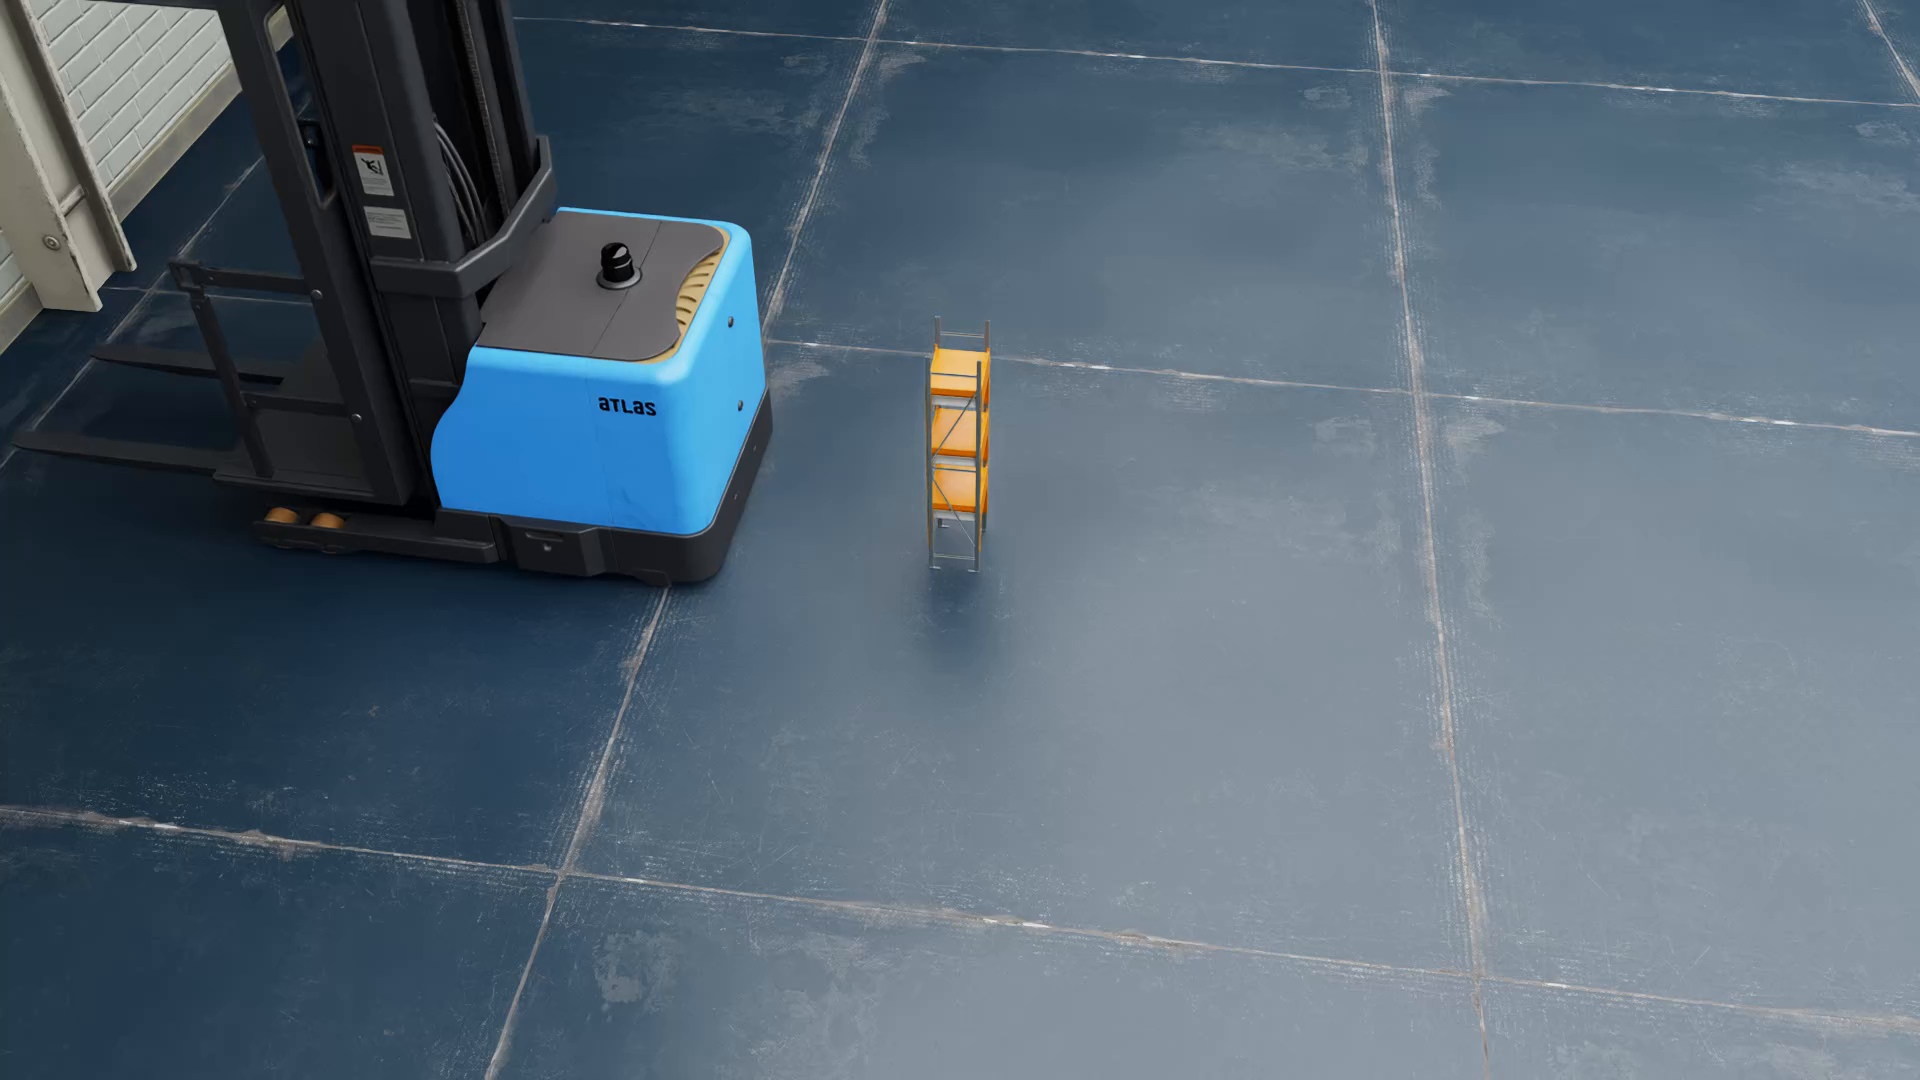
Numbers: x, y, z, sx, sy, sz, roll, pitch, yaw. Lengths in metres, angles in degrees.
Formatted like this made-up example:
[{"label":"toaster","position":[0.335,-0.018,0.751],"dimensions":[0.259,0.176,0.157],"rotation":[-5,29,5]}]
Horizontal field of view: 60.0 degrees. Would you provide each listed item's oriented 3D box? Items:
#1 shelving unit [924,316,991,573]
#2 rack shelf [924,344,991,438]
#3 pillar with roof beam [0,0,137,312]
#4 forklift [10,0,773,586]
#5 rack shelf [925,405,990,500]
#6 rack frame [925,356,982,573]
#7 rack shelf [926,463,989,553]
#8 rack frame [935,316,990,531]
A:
[{"label":"shelving unit","position":[-0.007,-0.345,6.351],"dimensions":[0.215,1.050,0.252],"rotation":[5,44,6]},{"label":"rack shelf","position":[-0.007,-0.543,6.163],"dimensions":[0.215,0.259,0.240],"rotation":[5,44,6]},{"label":"pillar with roof beam","position":[0.046,-4.107,4.543],"dimensions":[9.100,9.000,0.400],"rotation":[5,44,6]},{"label":"forklift","position":[-2.367,-1.361,6.055],"dimensions":[3.031,2.935,1.130],"rotation":[6,44,7]},{"label":"rack shelf","position":[-0.007,-0.337,6.358],"dimensions":[0.215,0.259,0.240],"rotation":[5,44,6]},{"label":"rack frame","position":[-0.023,-0.262,6.263],"dimensions":[0.200,1.050,0.008],"rotation":[5,44,6]},{"label":"rack shelf","position":[-0.007,-0.135,6.549],"dimensions":[0.215,0.259,0.240],"rotation":[5,44,6]},{"label":"rack frame","position":[0.009,-0.428,6.438],"dimensions":[0.200,1.050,0.008],"rotation":[5,44,6]}]
